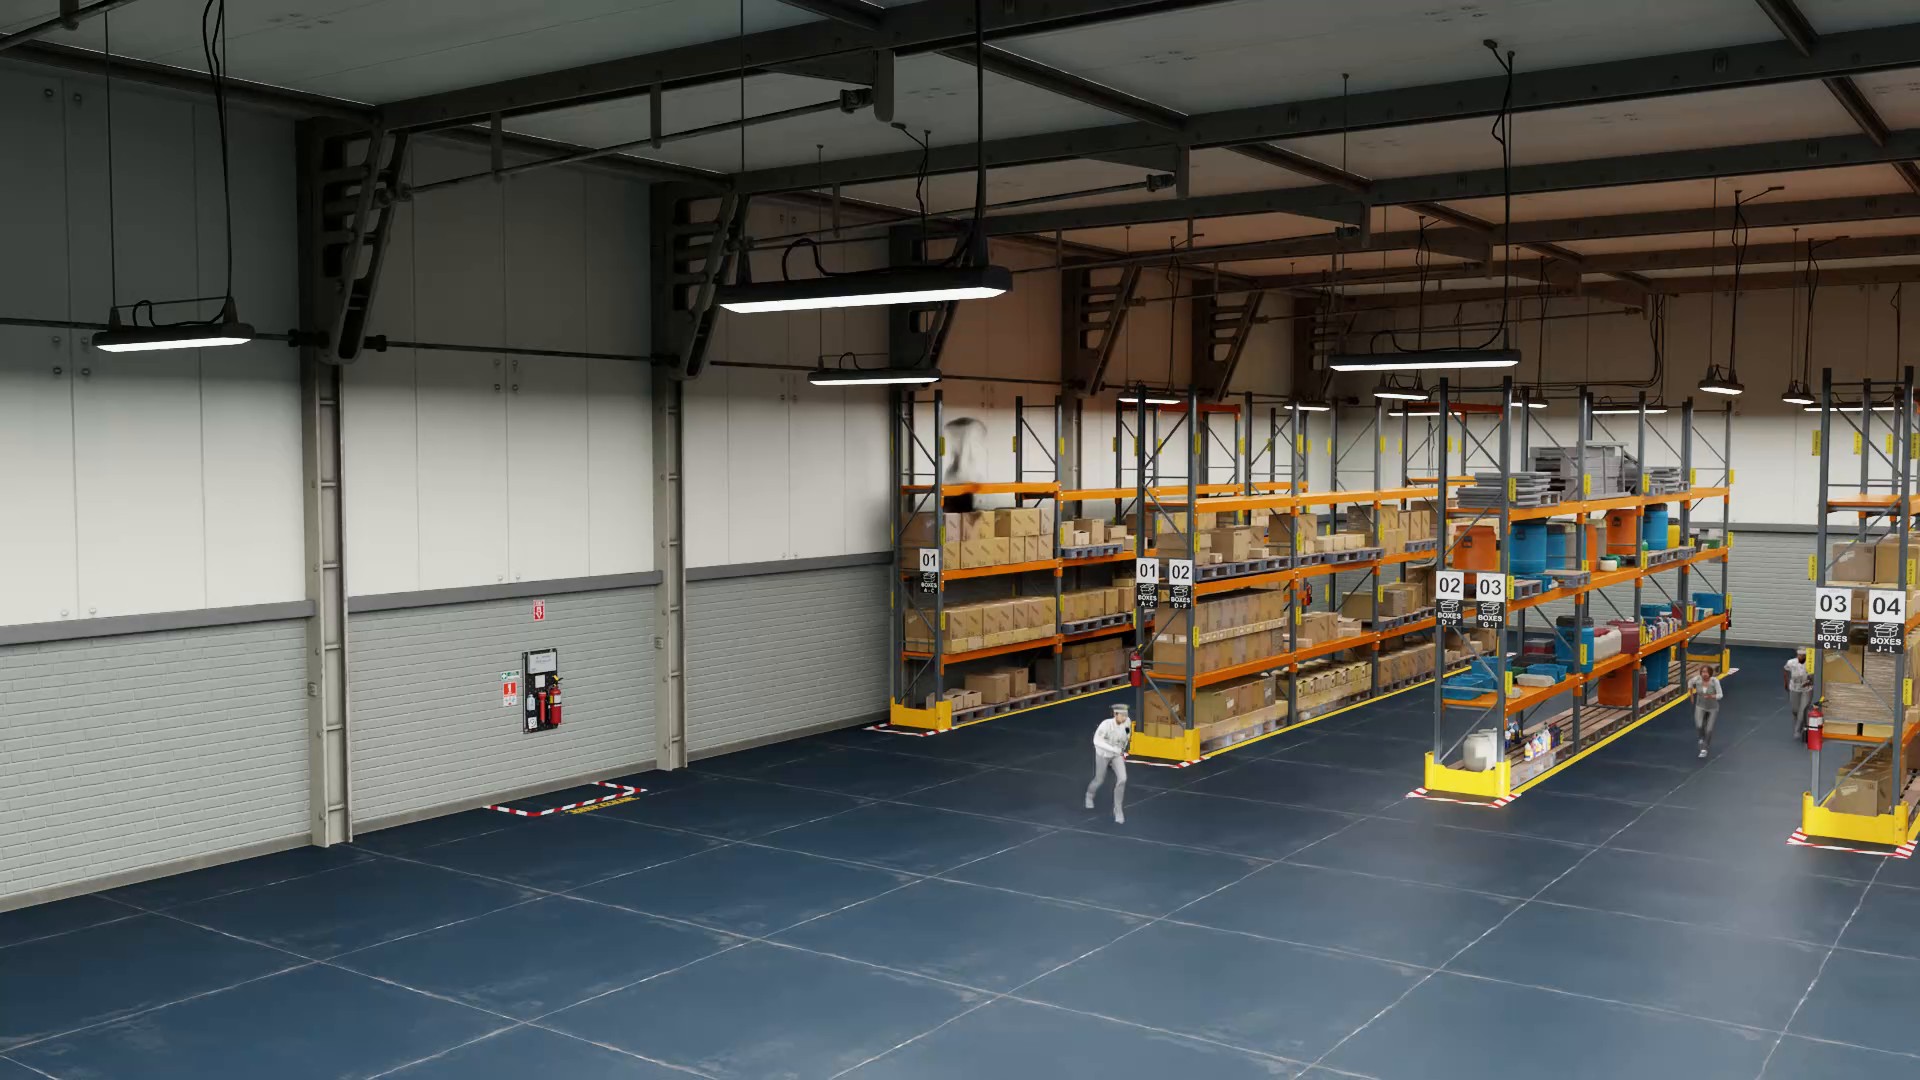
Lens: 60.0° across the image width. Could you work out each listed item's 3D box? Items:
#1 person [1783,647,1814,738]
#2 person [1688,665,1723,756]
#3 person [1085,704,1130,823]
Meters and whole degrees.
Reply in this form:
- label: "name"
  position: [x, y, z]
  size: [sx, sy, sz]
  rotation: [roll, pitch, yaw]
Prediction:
- label: "person"
  position: [14.438, 2.607, 28.572]
  size: [0.549, 1.617, 0.693]
  rotation: [2, 4, 26]
- label: "person"
  position: [11.932, 2.739, 26.653]
  size: [0.525, 1.525, 0.713]
  rotation: [2, 4, 27]
- label: "person"
  position: [1.993, 2.974, 22.493]
  size: [0.658, 1.622, 0.962]
  rotation: [-2, 4, -28]
